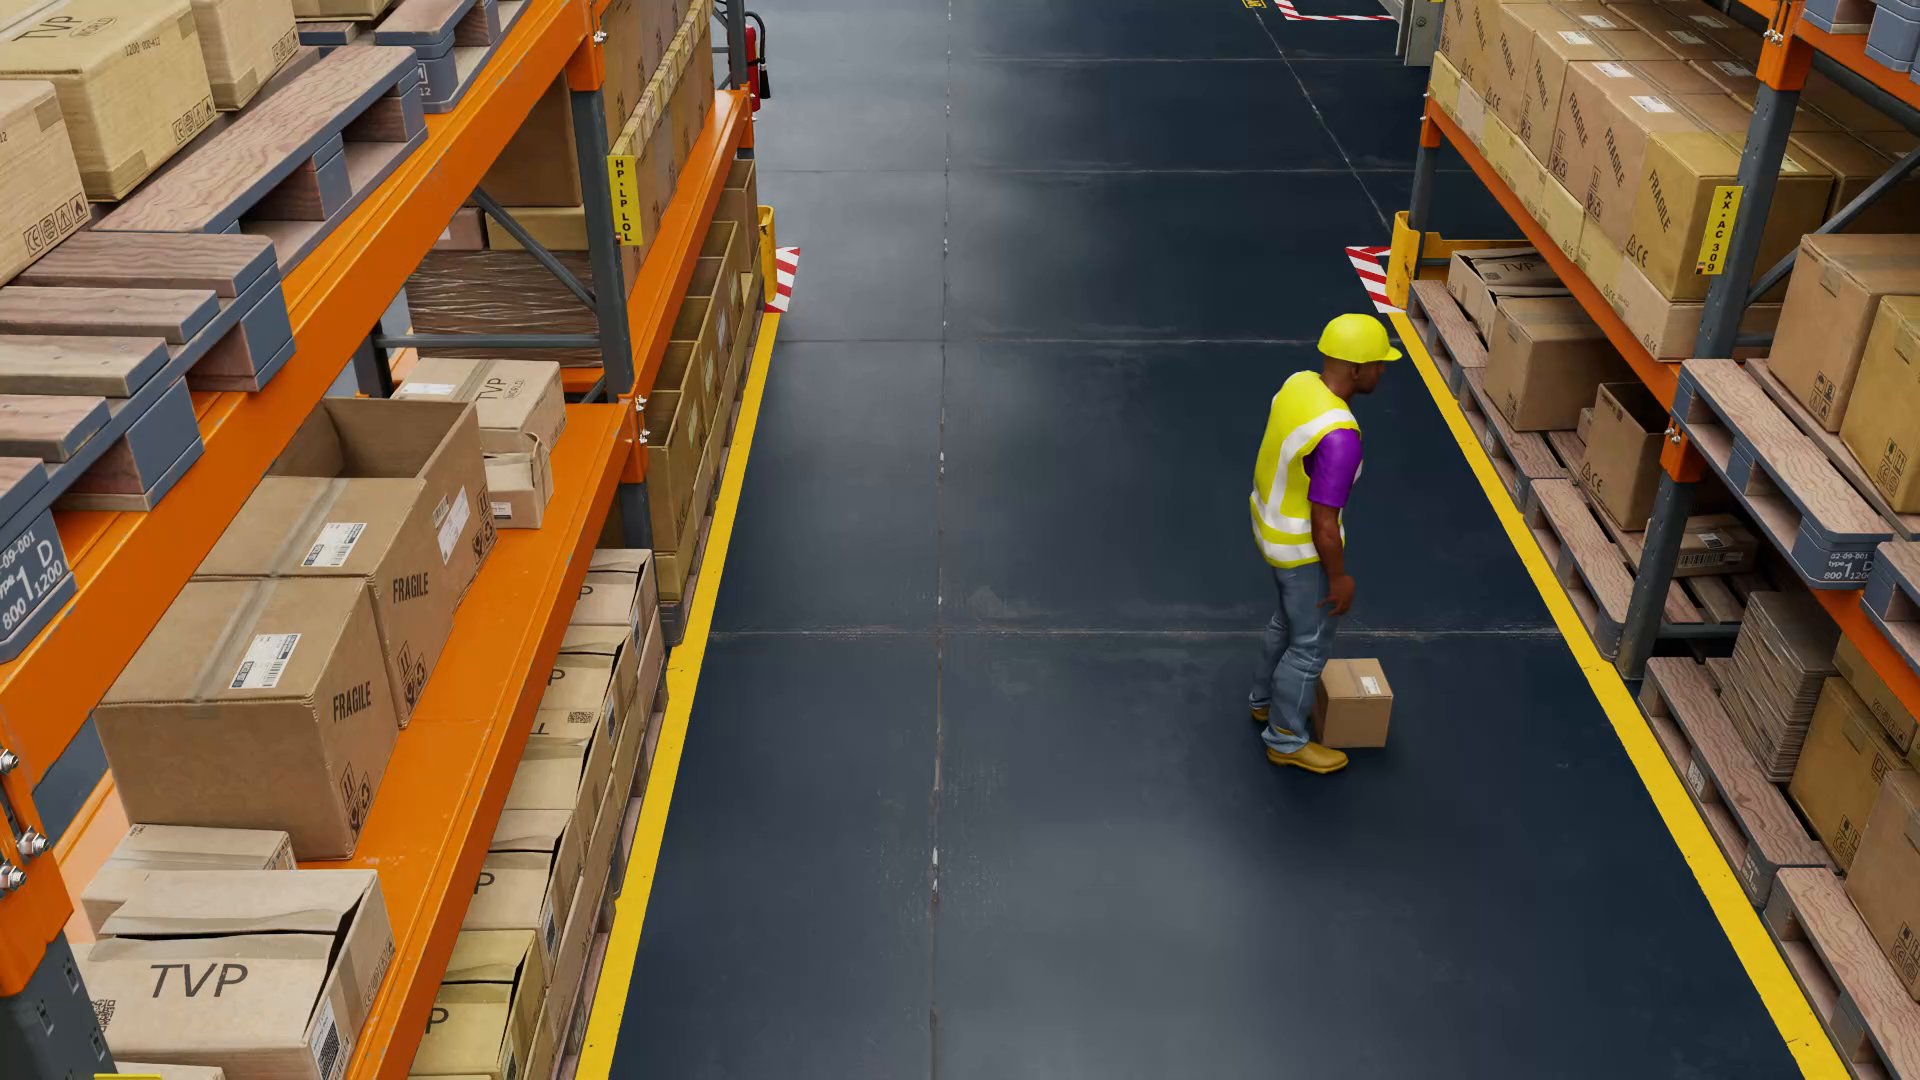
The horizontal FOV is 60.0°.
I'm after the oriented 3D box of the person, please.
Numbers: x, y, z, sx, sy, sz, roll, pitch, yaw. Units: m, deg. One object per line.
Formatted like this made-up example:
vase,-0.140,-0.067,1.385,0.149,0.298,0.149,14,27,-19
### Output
person,1.302,-0.002,6.120,0.457,1.761,0.638,-1,31,-2
